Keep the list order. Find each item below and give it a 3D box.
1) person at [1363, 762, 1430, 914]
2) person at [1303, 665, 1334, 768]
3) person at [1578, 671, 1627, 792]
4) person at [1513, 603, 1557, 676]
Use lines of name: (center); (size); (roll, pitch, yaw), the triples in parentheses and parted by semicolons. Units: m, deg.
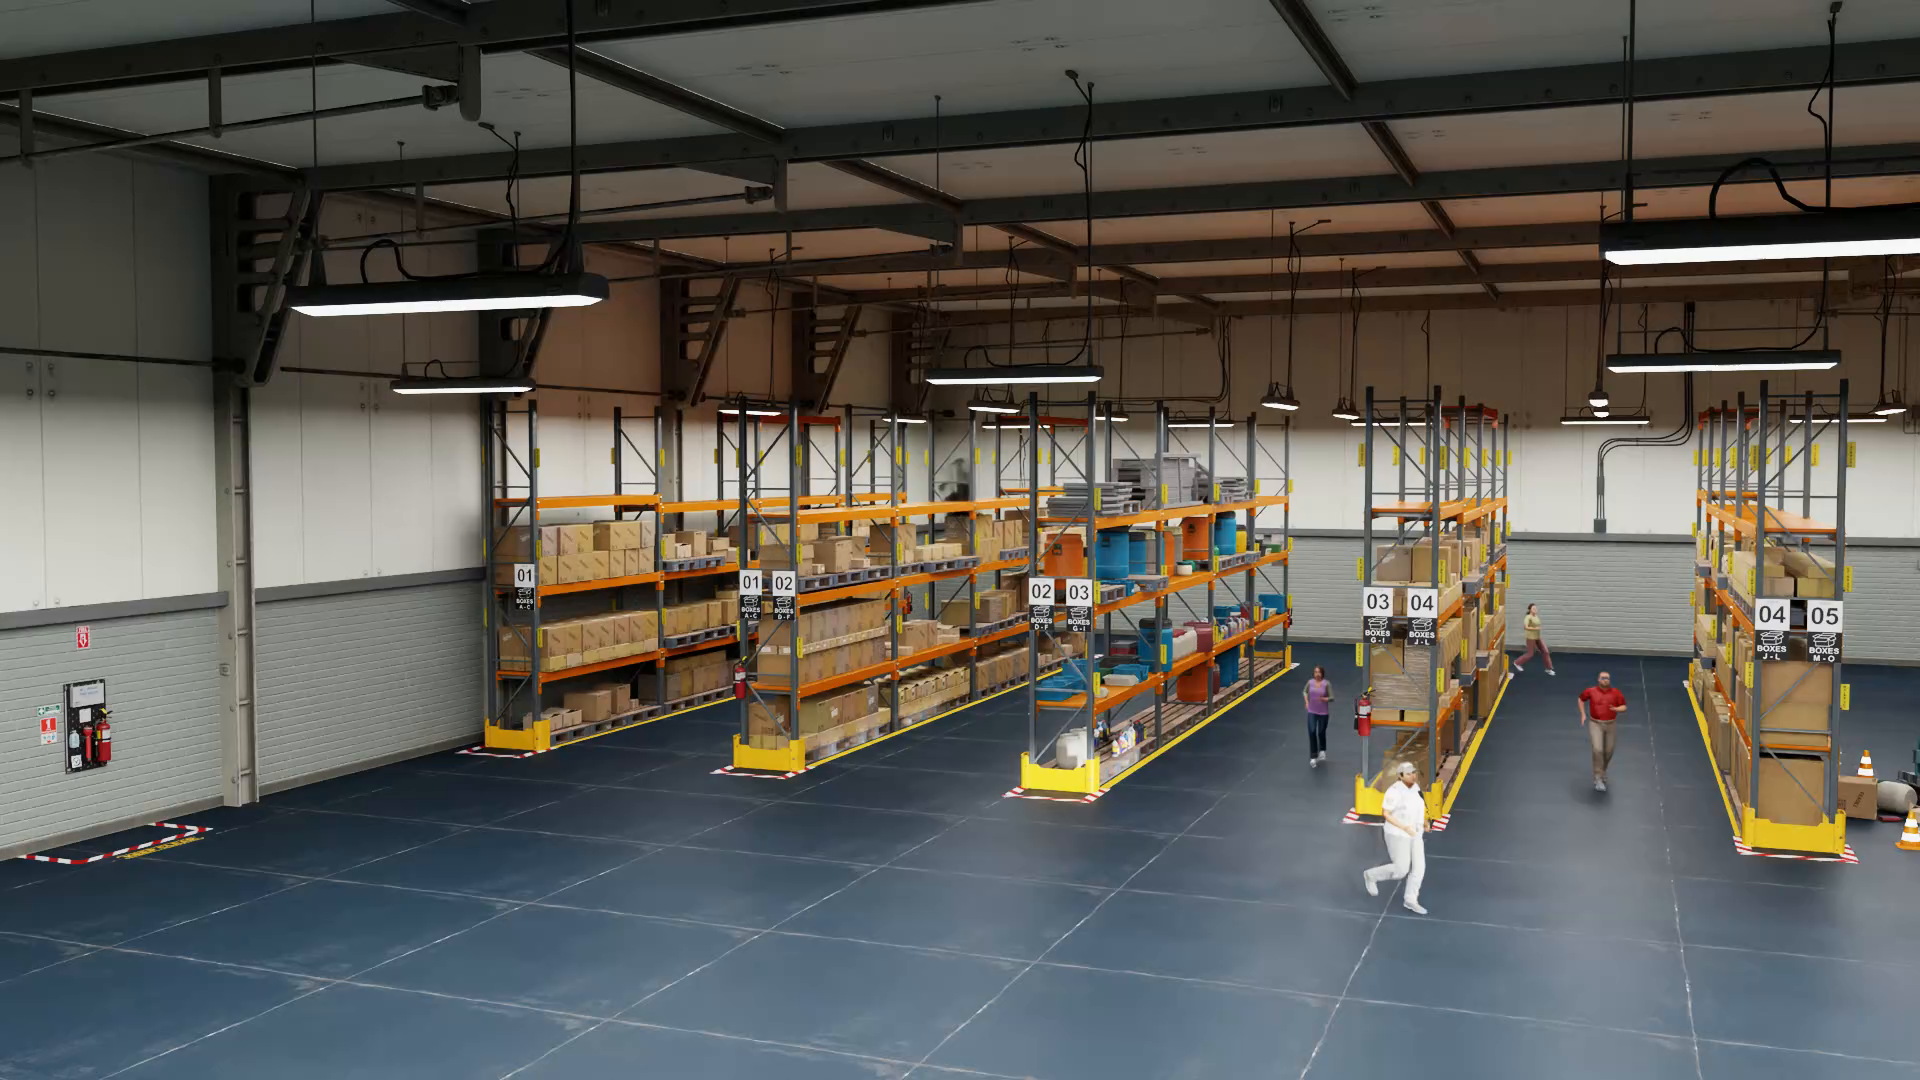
person: (4.906, 3.283, 18.525); (0.589, 1.659, 0.727); (-2, 3, -35)
person: (5.842, 2.854, 27.124); (0.526, 1.628, 0.718); (1, 3, 18)
person: (9.794, 2.876, 25.326); (0.651, 1.760, 0.902); (0, 3, 8)
person: (13.230, 2.288, 38.392); (0.603, 1.656, 0.959); (-2, 4, -37)
